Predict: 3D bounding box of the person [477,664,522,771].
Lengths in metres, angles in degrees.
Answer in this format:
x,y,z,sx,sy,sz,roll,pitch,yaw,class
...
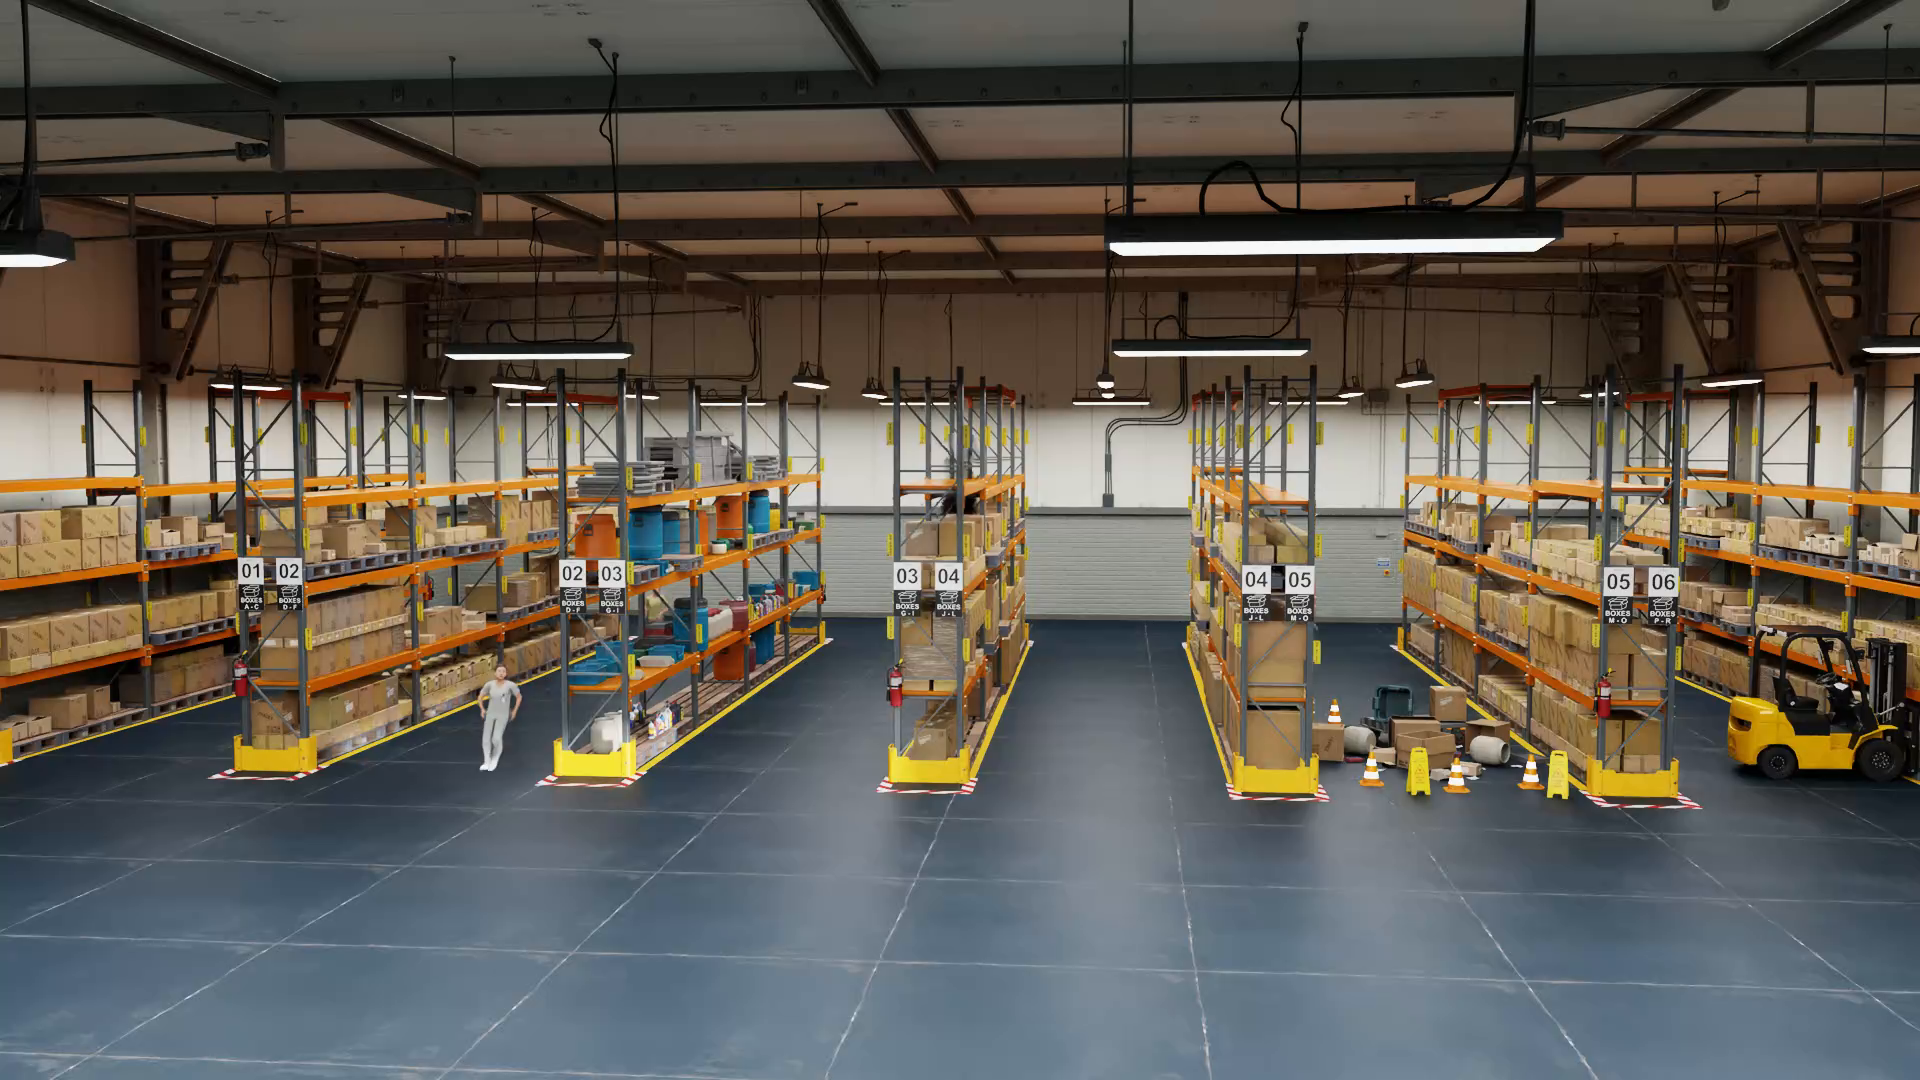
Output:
x,y,z,sx,sy,sz,roll,pitch,yaw,class
-6.880,2.643,24.775,0.624,1.610,0.562,0,4,-2,person

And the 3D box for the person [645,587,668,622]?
x,y,z,sx,sy,sz,roll,pitch,yaw,class
-7.001,1.832,38.211,0.571,1.605,0.580,0,4,-6,person
